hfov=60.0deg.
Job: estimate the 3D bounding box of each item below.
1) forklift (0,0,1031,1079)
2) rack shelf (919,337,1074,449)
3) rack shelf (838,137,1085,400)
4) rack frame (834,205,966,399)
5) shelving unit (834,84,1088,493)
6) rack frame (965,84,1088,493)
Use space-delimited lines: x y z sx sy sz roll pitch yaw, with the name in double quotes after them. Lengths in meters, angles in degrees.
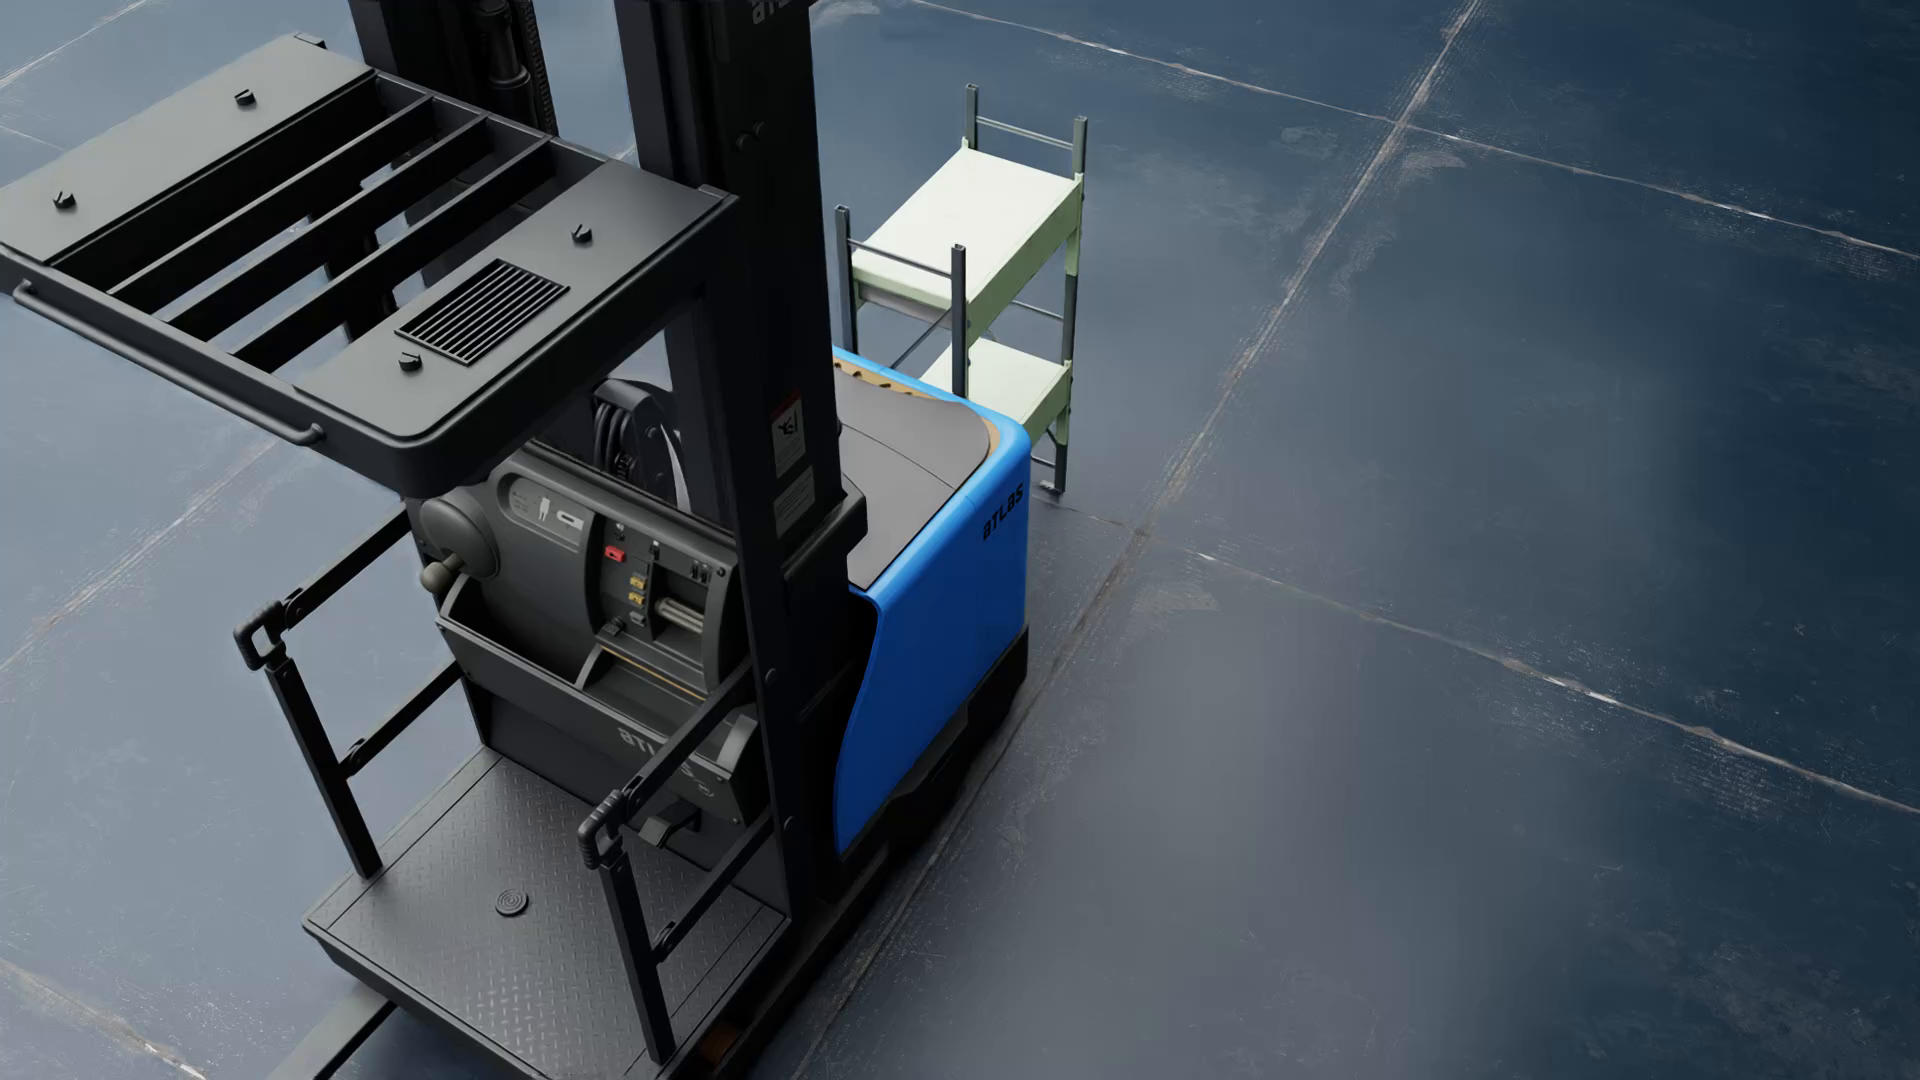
-0.996 0.118 3.572 1.130 2.935 3.031 24 50 22 "forklift"
0.016 -0.312 5.462 0.431 0.370 0.720 22 49 20 "rack shelf"
0.016 -0.816 4.953 0.431 0.370 0.720 22 49 20 "rack shelf"
-0.163 -0.314 5.006 0.400 1.500 0.023 22 49 20 "rack frame"
0.016 -0.541 5.231 0.431 1.500 0.755 22 49 20 "shelving unit"
0.195 -0.768 5.455 0.400 1.500 0.023 22 49 20 "rack frame"
